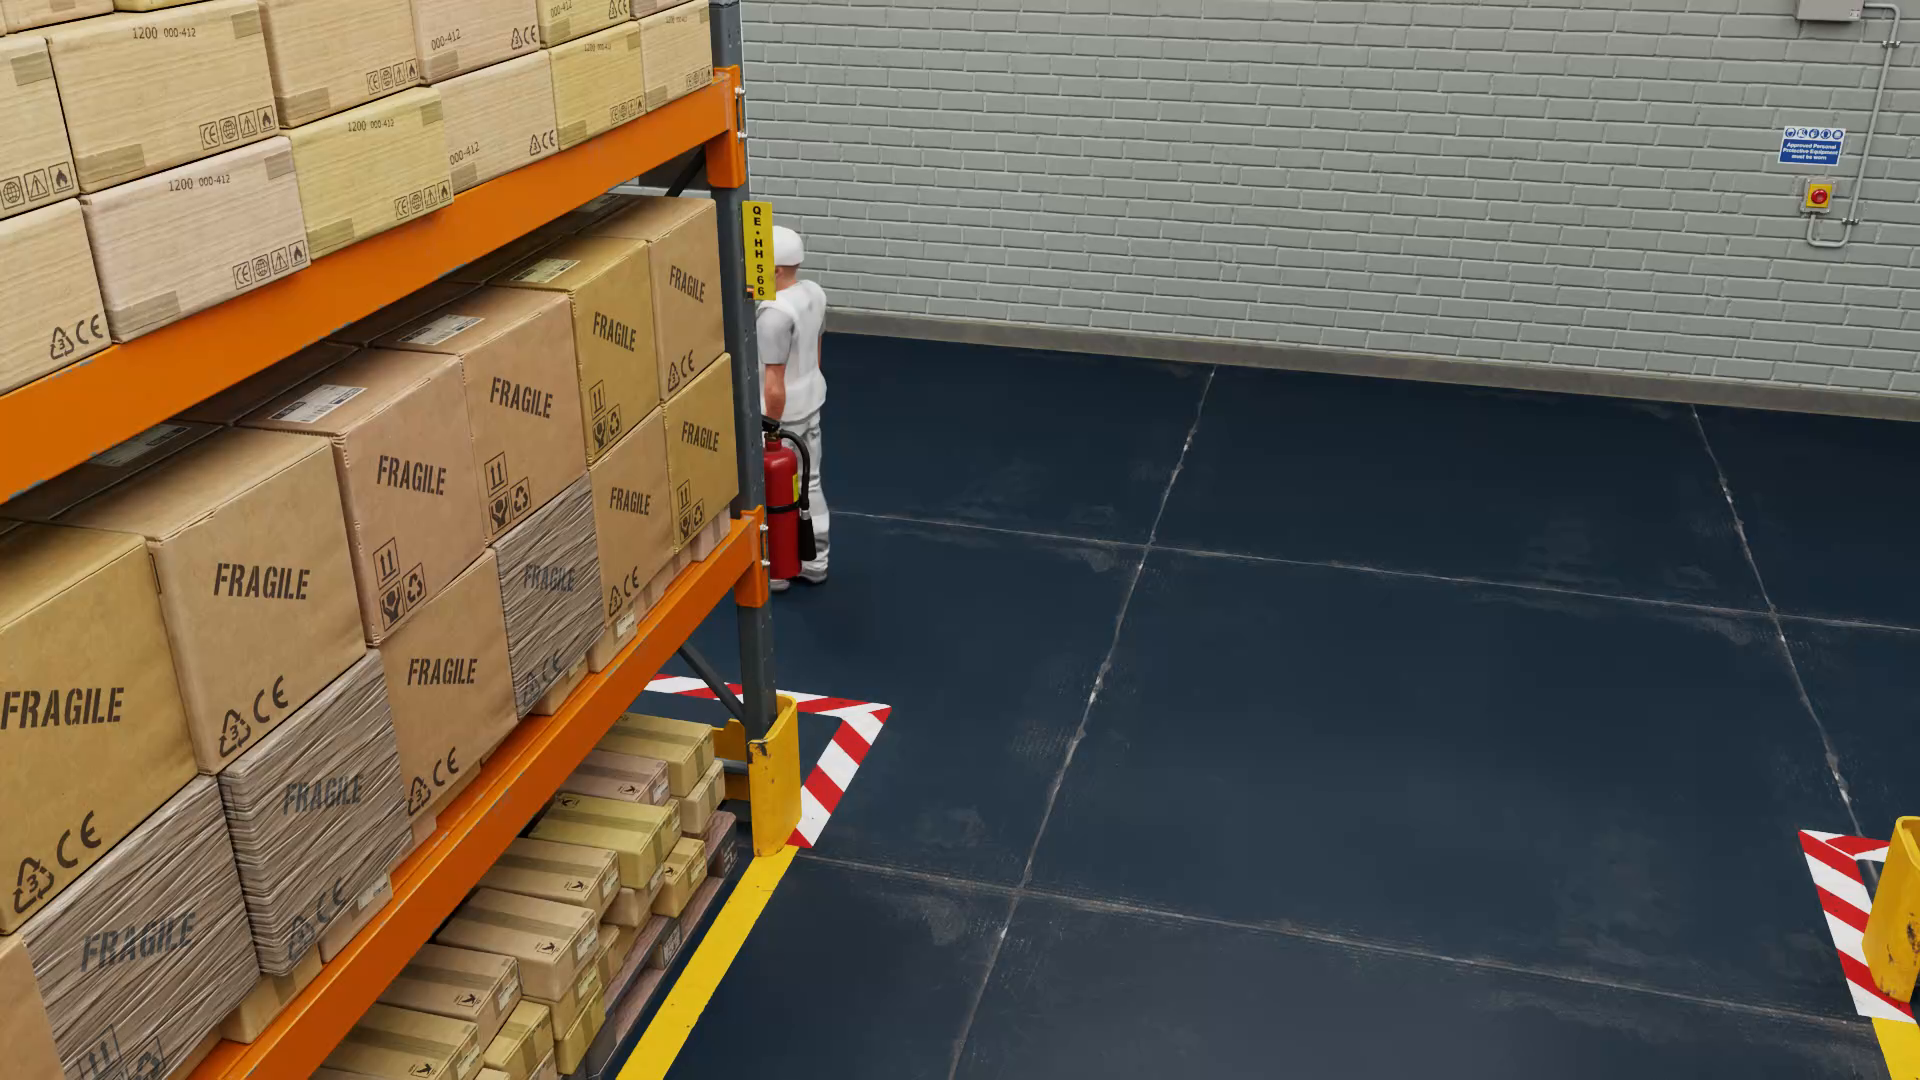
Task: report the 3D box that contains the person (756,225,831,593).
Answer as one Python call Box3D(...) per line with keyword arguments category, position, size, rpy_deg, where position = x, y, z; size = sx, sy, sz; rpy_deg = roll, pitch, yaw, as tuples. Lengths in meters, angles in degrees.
Box3D(category="person", position=(-0.851, -0.605, 7.895), size=(0.448, 1.839, 0.609), rpy_deg=(11, 27, 22))
